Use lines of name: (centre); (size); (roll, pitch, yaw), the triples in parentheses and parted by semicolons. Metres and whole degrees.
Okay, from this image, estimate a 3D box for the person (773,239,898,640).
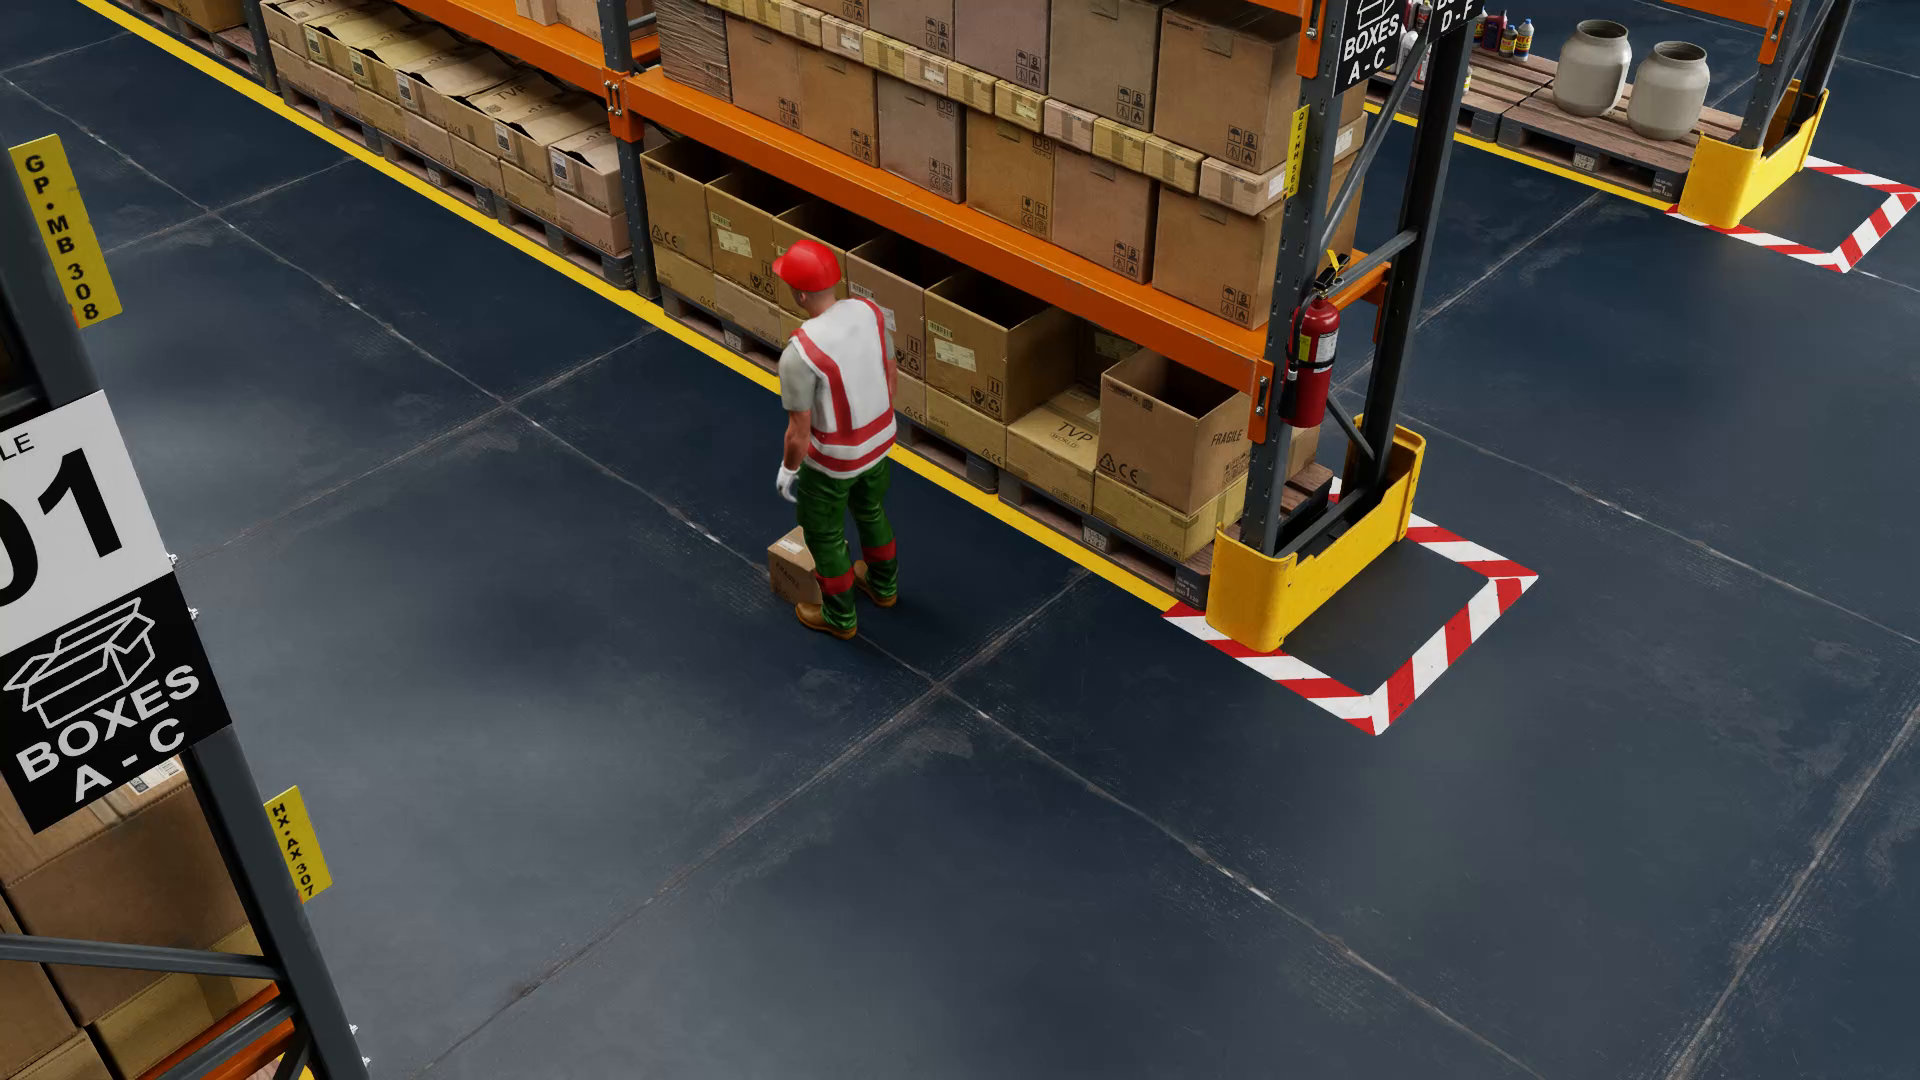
person: (-0.490, -0.378, 6.609); (0.456, 1.779, 0.613); (29, 47, 31)
